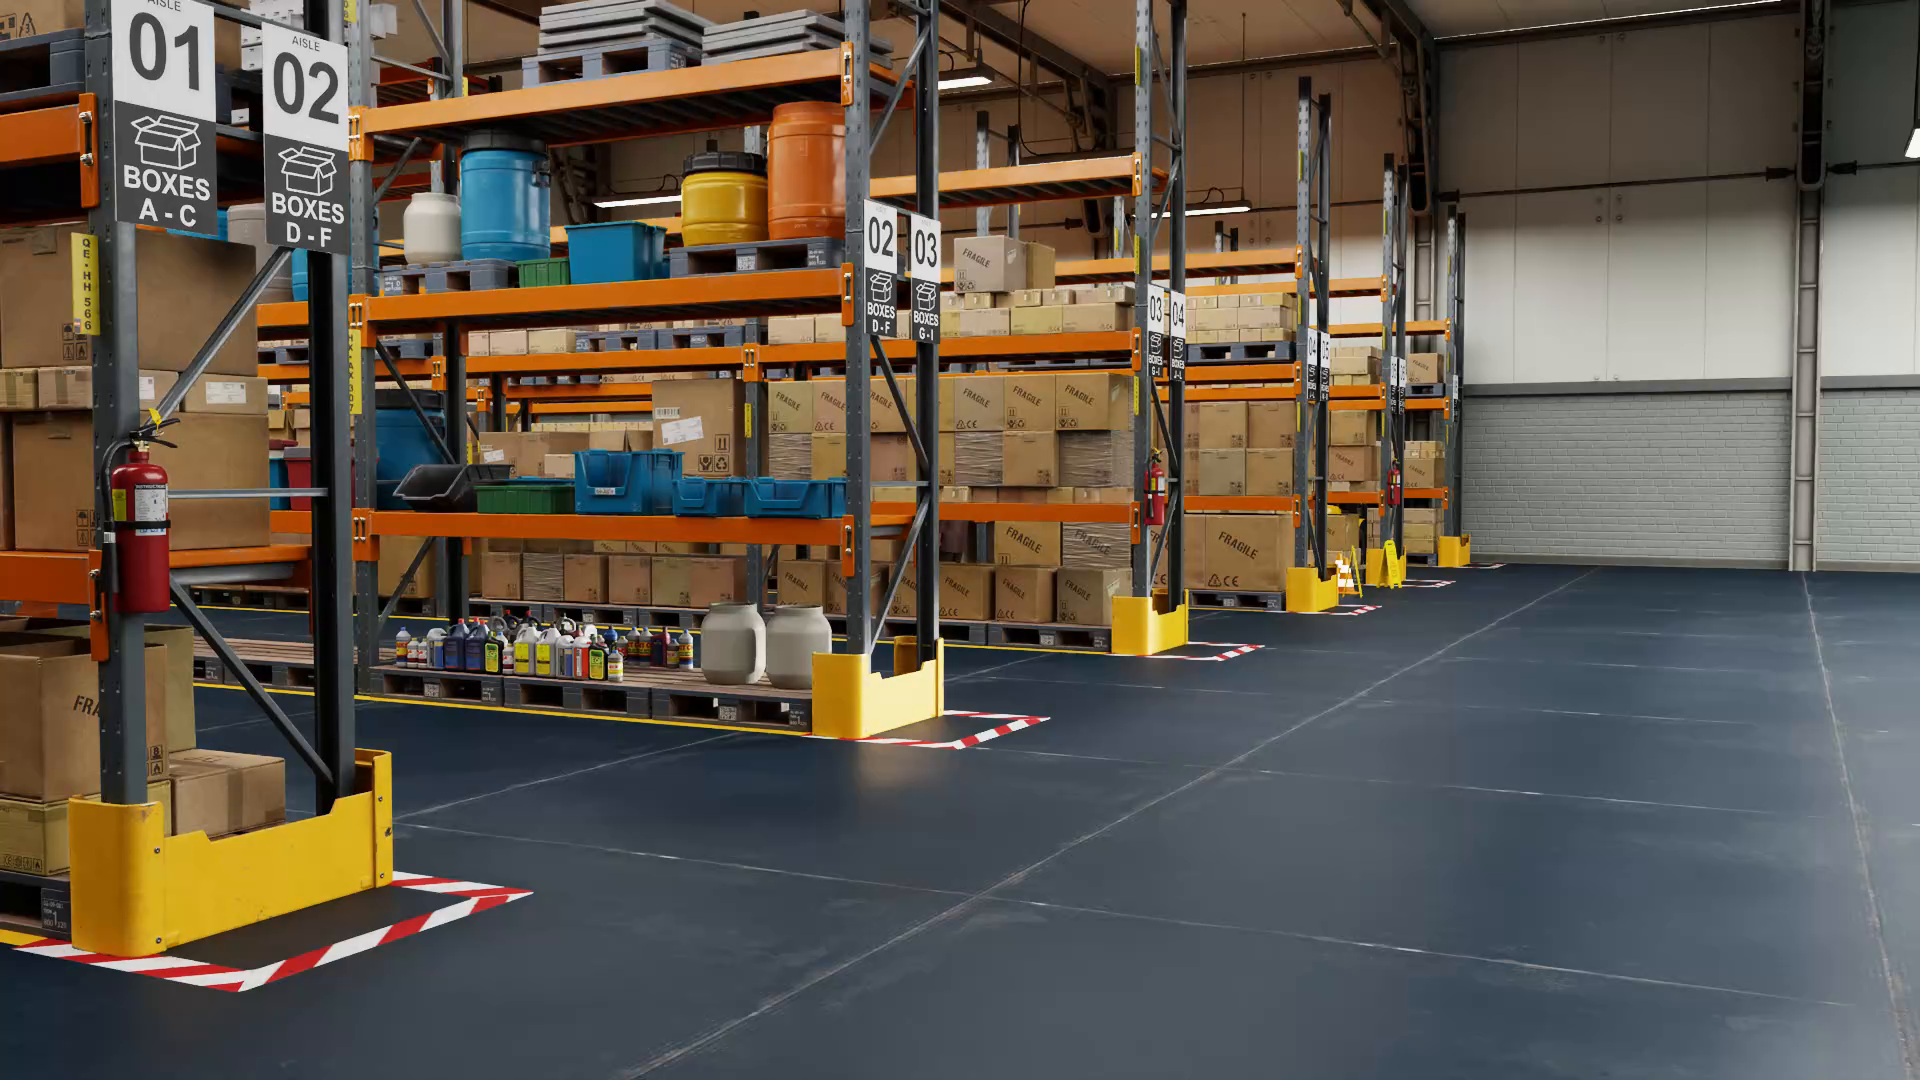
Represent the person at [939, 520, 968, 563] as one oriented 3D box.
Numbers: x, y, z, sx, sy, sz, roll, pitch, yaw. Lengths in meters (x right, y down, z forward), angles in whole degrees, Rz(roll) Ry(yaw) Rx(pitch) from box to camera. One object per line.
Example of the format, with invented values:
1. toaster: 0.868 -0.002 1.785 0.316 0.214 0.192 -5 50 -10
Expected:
1. person: -0.122 -0.091 19.175 0.421 1.774 0.654 1 3 23
